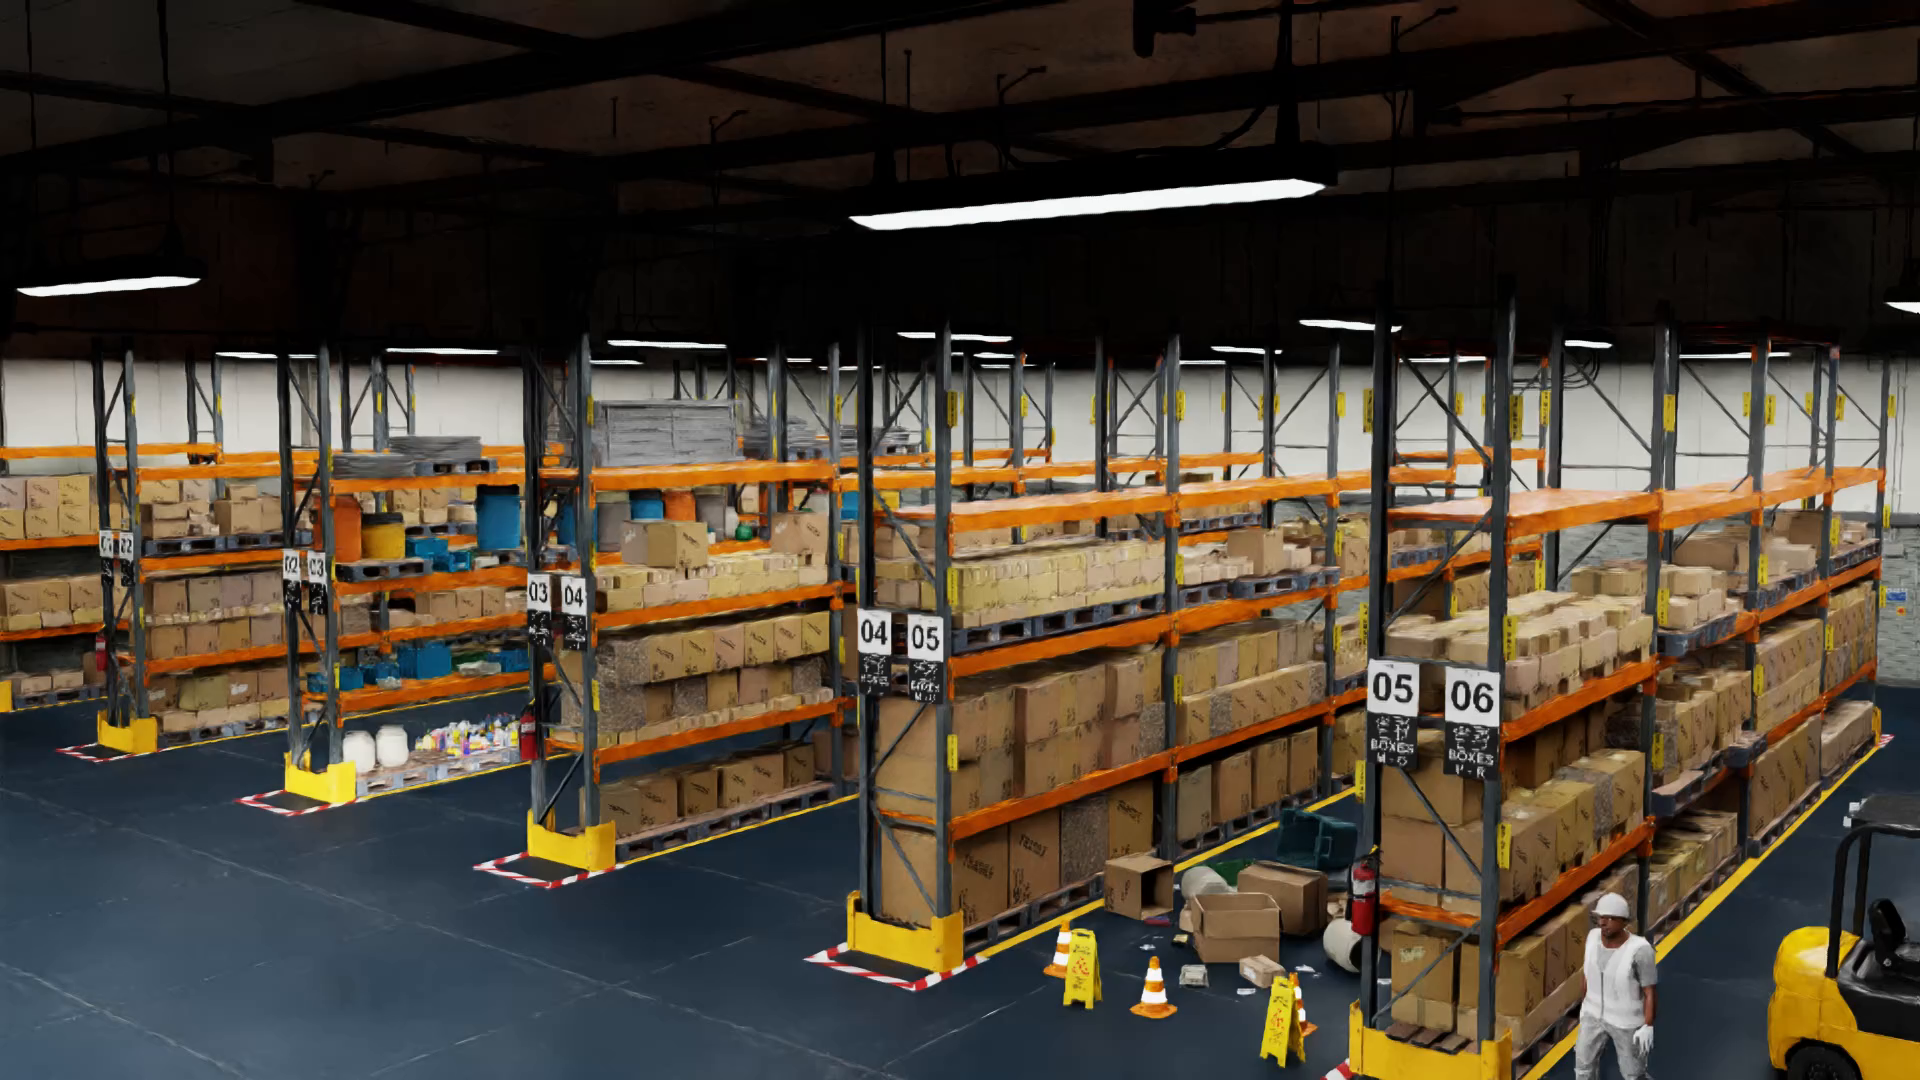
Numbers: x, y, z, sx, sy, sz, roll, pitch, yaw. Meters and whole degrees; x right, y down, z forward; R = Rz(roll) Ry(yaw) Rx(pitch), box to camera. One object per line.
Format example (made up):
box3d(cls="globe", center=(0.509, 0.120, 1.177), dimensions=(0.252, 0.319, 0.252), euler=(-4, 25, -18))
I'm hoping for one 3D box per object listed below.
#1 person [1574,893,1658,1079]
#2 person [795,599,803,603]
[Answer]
box3d(cls="person", center=(4.542, 3.293, 11.493), dimensions=(0.894, 1.762, 0.610), euler=(-4, 6, -36))
box3d(cls="person", center=(-3.011, 1.342, 33.646), dimensions=(0.673, 1.763, 0.580), euler=(-2, 5, -21))
